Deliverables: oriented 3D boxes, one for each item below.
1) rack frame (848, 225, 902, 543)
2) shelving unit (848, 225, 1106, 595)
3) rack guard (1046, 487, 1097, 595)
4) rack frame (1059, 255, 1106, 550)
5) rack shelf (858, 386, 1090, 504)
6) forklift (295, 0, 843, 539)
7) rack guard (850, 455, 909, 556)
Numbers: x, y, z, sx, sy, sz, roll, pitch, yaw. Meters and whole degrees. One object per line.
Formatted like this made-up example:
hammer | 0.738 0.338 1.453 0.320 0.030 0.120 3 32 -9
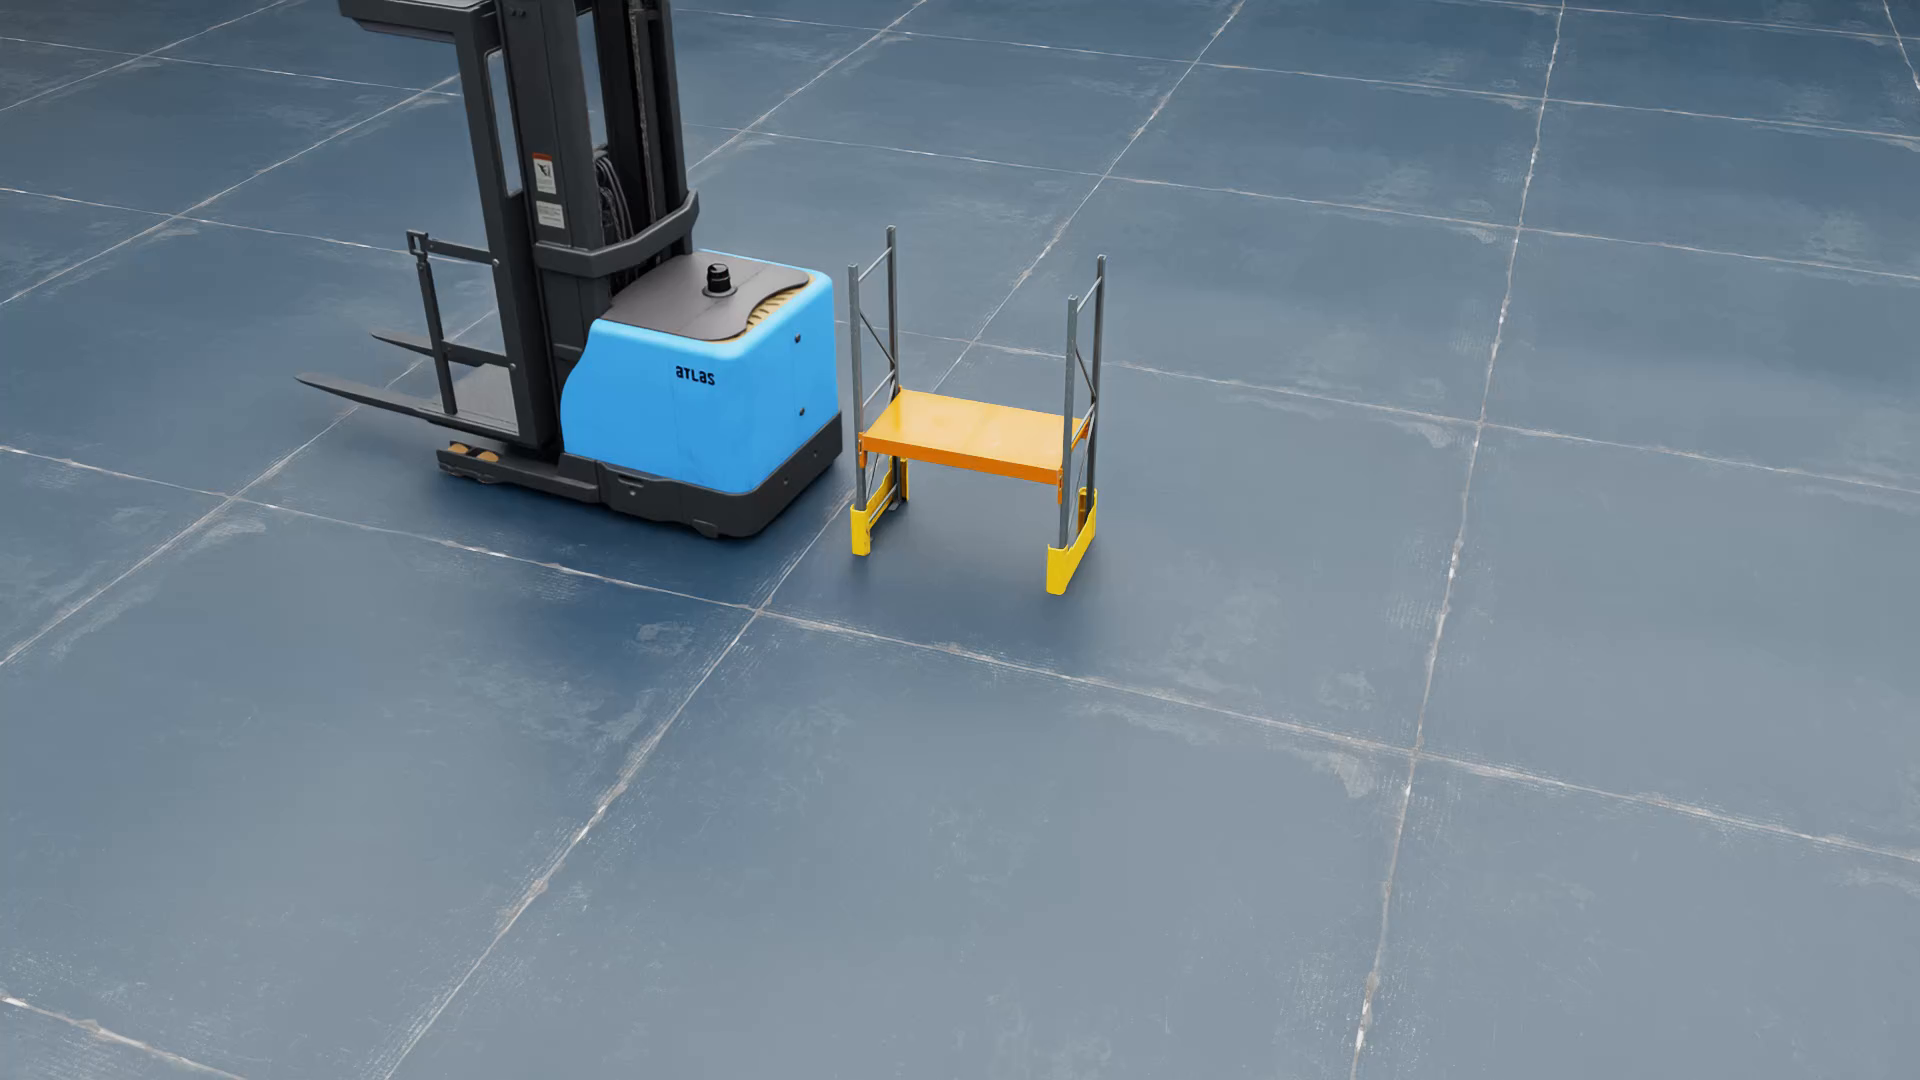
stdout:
rack frame | -0.398 -0.707 7.963 0.032 1.500 0.500 11 34 16
shelving unit | 0.072 -0.616 7.822 1.083 1.500 0.587 11 34 16
rack guard | 0.541 0.000 8.019 0.087 0.250 0.587 11 34 16
rack frame | 0.559 -0.521 7.675 0.032 1.500 0.500 11 34 16
rack shelf | 0.080 -0.463 7.917 1.000 0.185 0.538 11 34 16
forklift | -2.183 -1.768 8.286 3.031 2.935 1.130 14 35 21
rack guard | -0.397 -0.182 8.302 0.087 0.250 0.587 11 34 16
